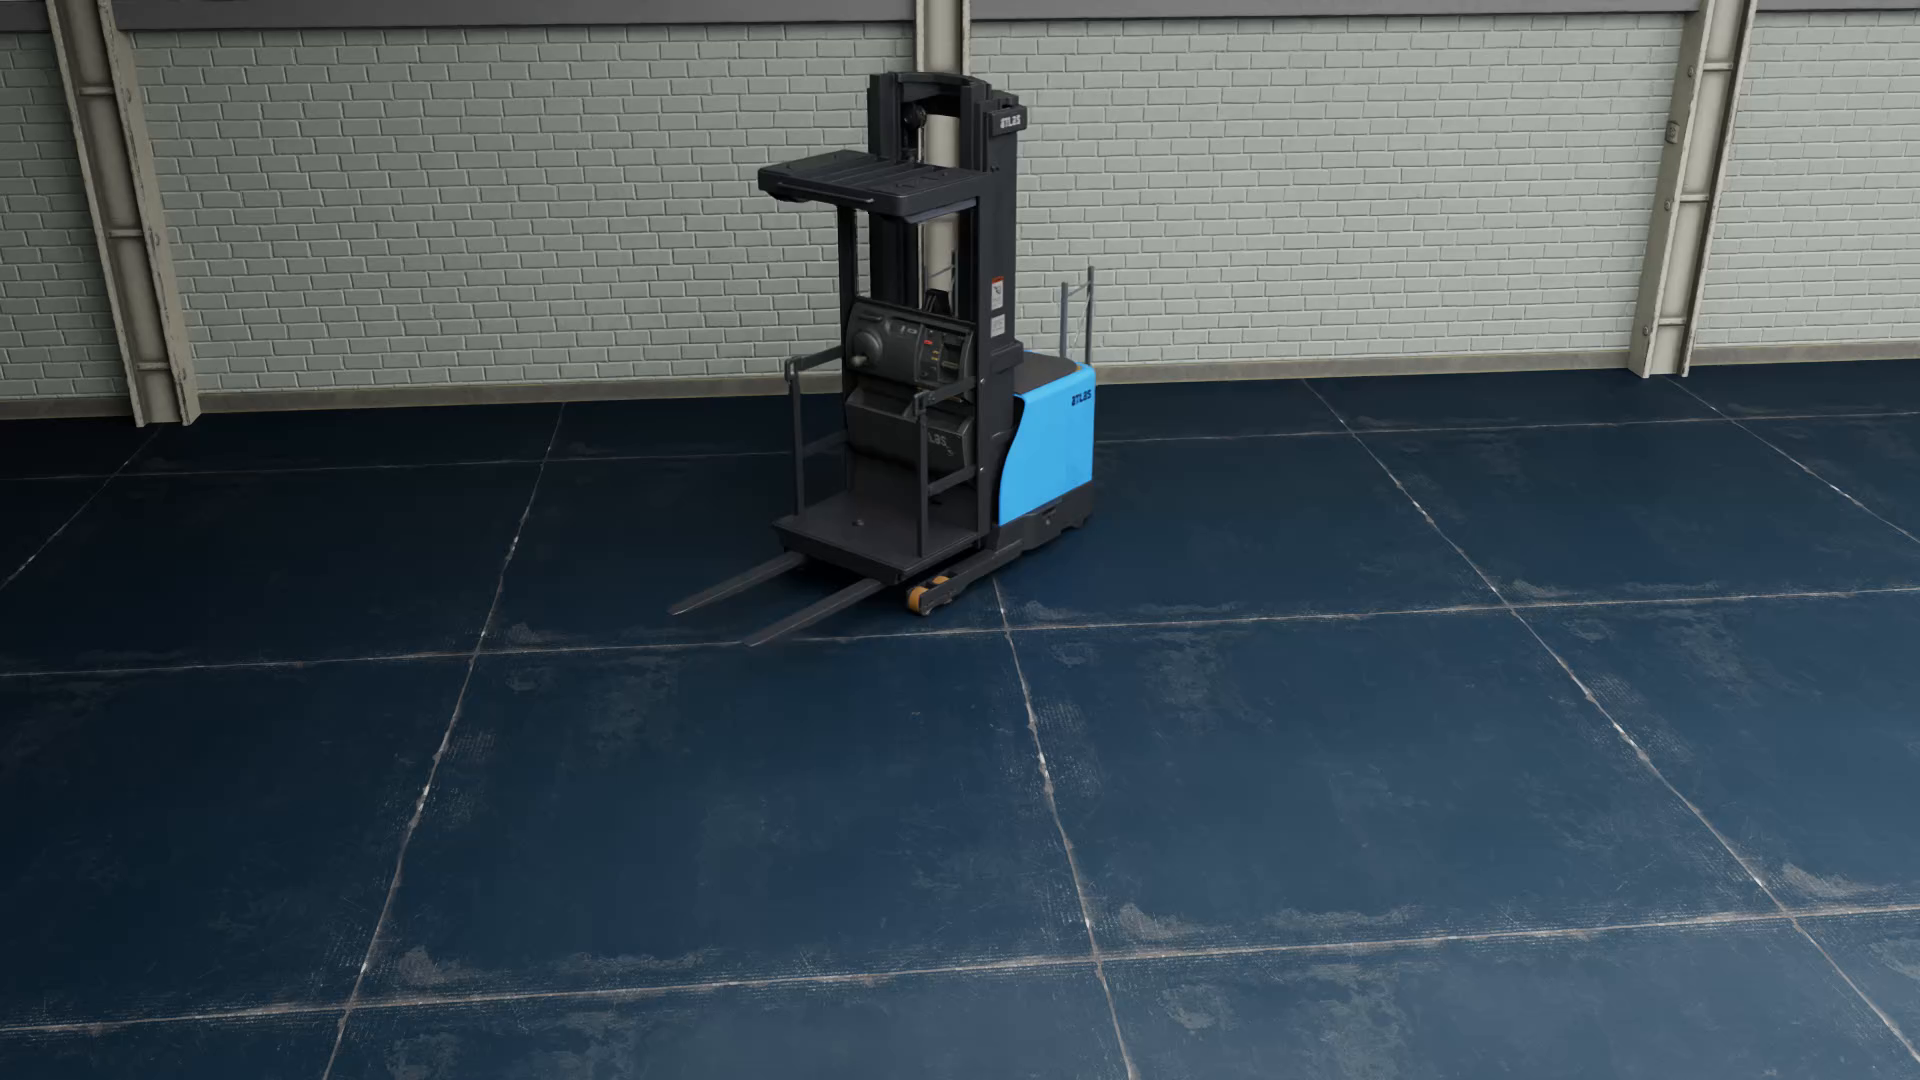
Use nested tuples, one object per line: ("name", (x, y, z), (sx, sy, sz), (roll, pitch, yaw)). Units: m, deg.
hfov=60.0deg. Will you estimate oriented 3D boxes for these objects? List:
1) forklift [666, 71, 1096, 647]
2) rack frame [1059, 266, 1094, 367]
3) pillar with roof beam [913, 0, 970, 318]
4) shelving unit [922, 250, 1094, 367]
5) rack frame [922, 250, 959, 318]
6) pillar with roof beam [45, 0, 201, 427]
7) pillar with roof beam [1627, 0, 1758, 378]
("forklift", (-0.435, -1.127, 9.676), (1.130, 2.935, 3.031), (18, 30, 35))
("rack frame", (0.780, -1.071, 11.308), (0.032, 1.500, 0.500), (11, 26, 24))
("pillar with roof beam", (0.286, -3.544, 7.644), (0.400, 9.000, 9.100), (-2, 24, -5))
("shelving unit", (0.323, -1.162, 11.511), (1.048, 1.500, 0.538), (11, 26, 24))
("rack frame", (-0.134, -1.252, 11.715), (0.032, 1.500, 0.500), (11, 26, 24))
("pillar with roof beam", (-5.685, -3.305, 7.105), (0.400, 9.000, 9.100), (-2, 24, -5))
("pillar with roof beam", (6.257, -3.784, 8.183), (0.400, 9.000, 9.100), (-2, 24, -5))
